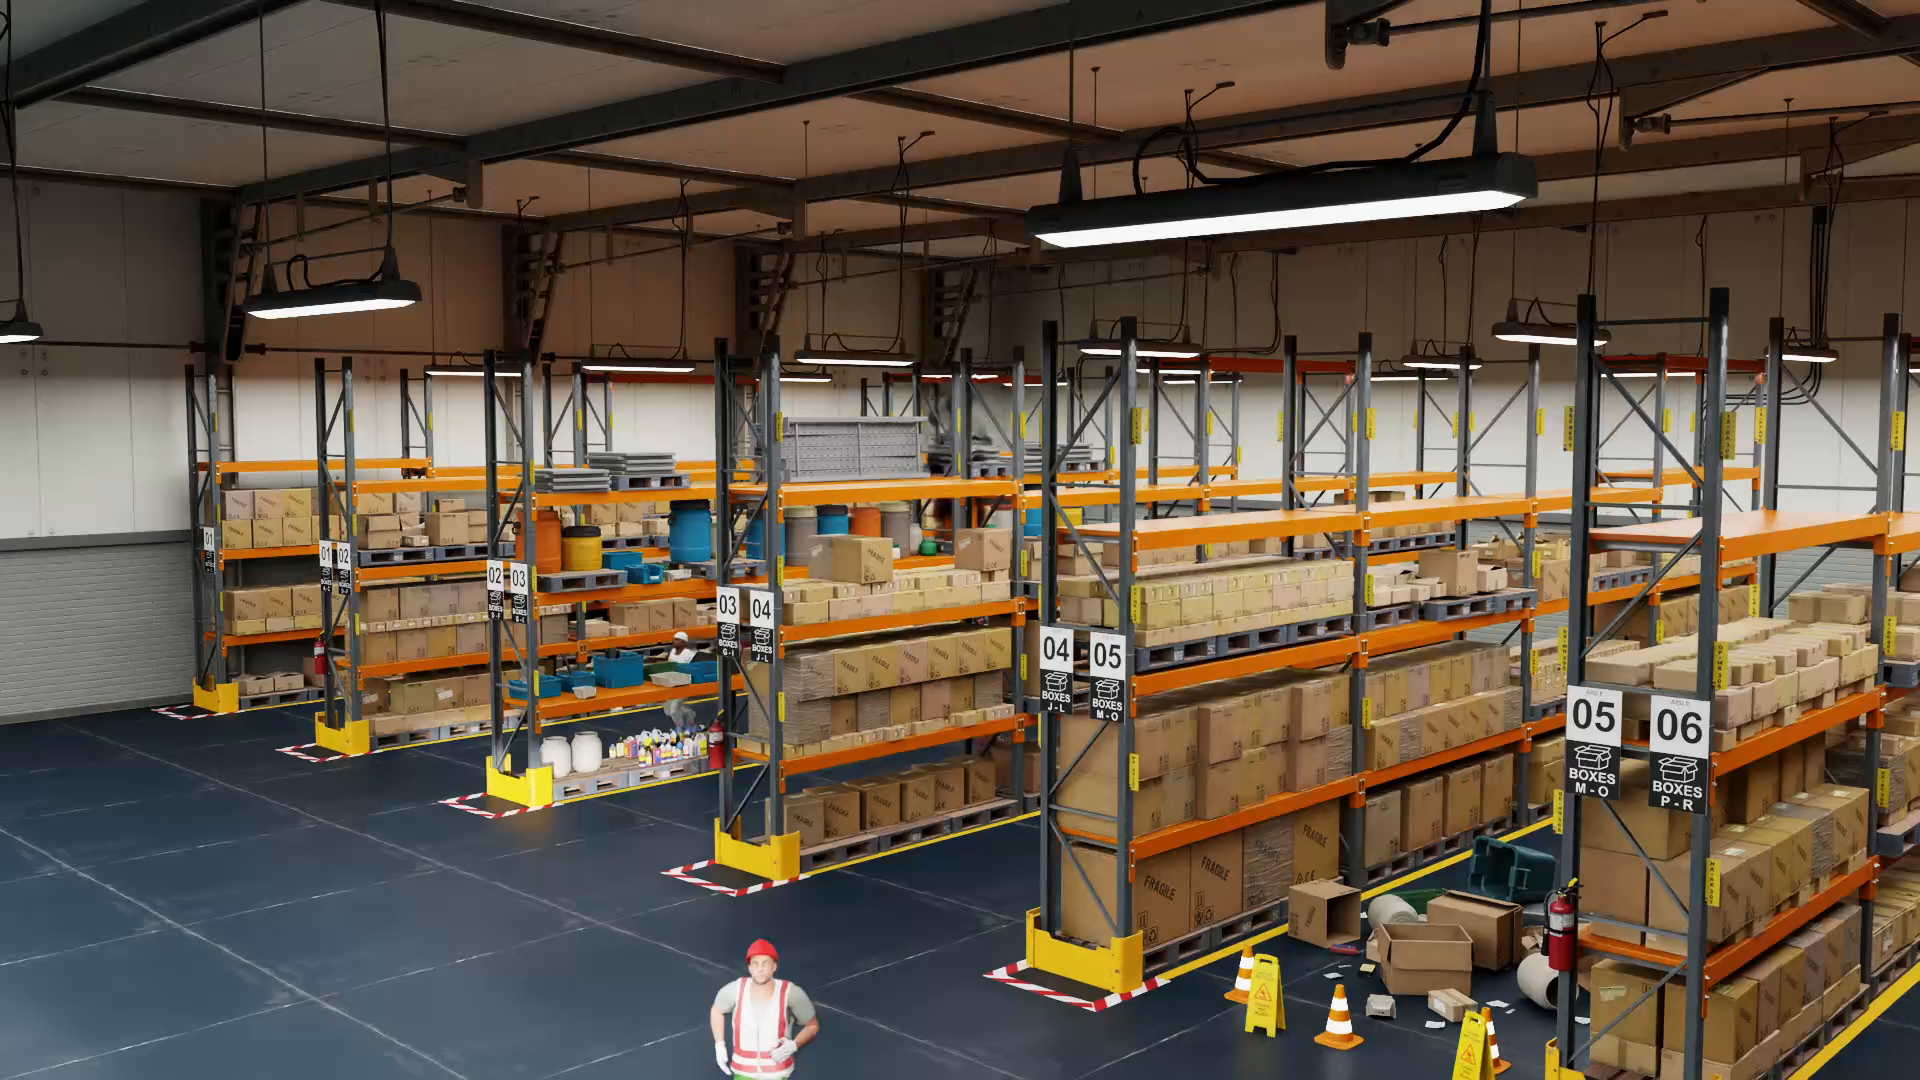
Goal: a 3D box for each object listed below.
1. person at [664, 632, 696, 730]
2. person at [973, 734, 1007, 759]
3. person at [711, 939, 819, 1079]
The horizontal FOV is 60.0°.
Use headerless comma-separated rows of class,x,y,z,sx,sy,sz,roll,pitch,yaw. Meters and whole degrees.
person,-4.395,2.300,26.261,0.703,1.724,0.610,4,6,45
person,0.416,2.505,24.096,0.625,1.624,0.577,4,6,44
person,-1.268,3.452,10.718,0.719,1.767,0.590,0,4,-1
